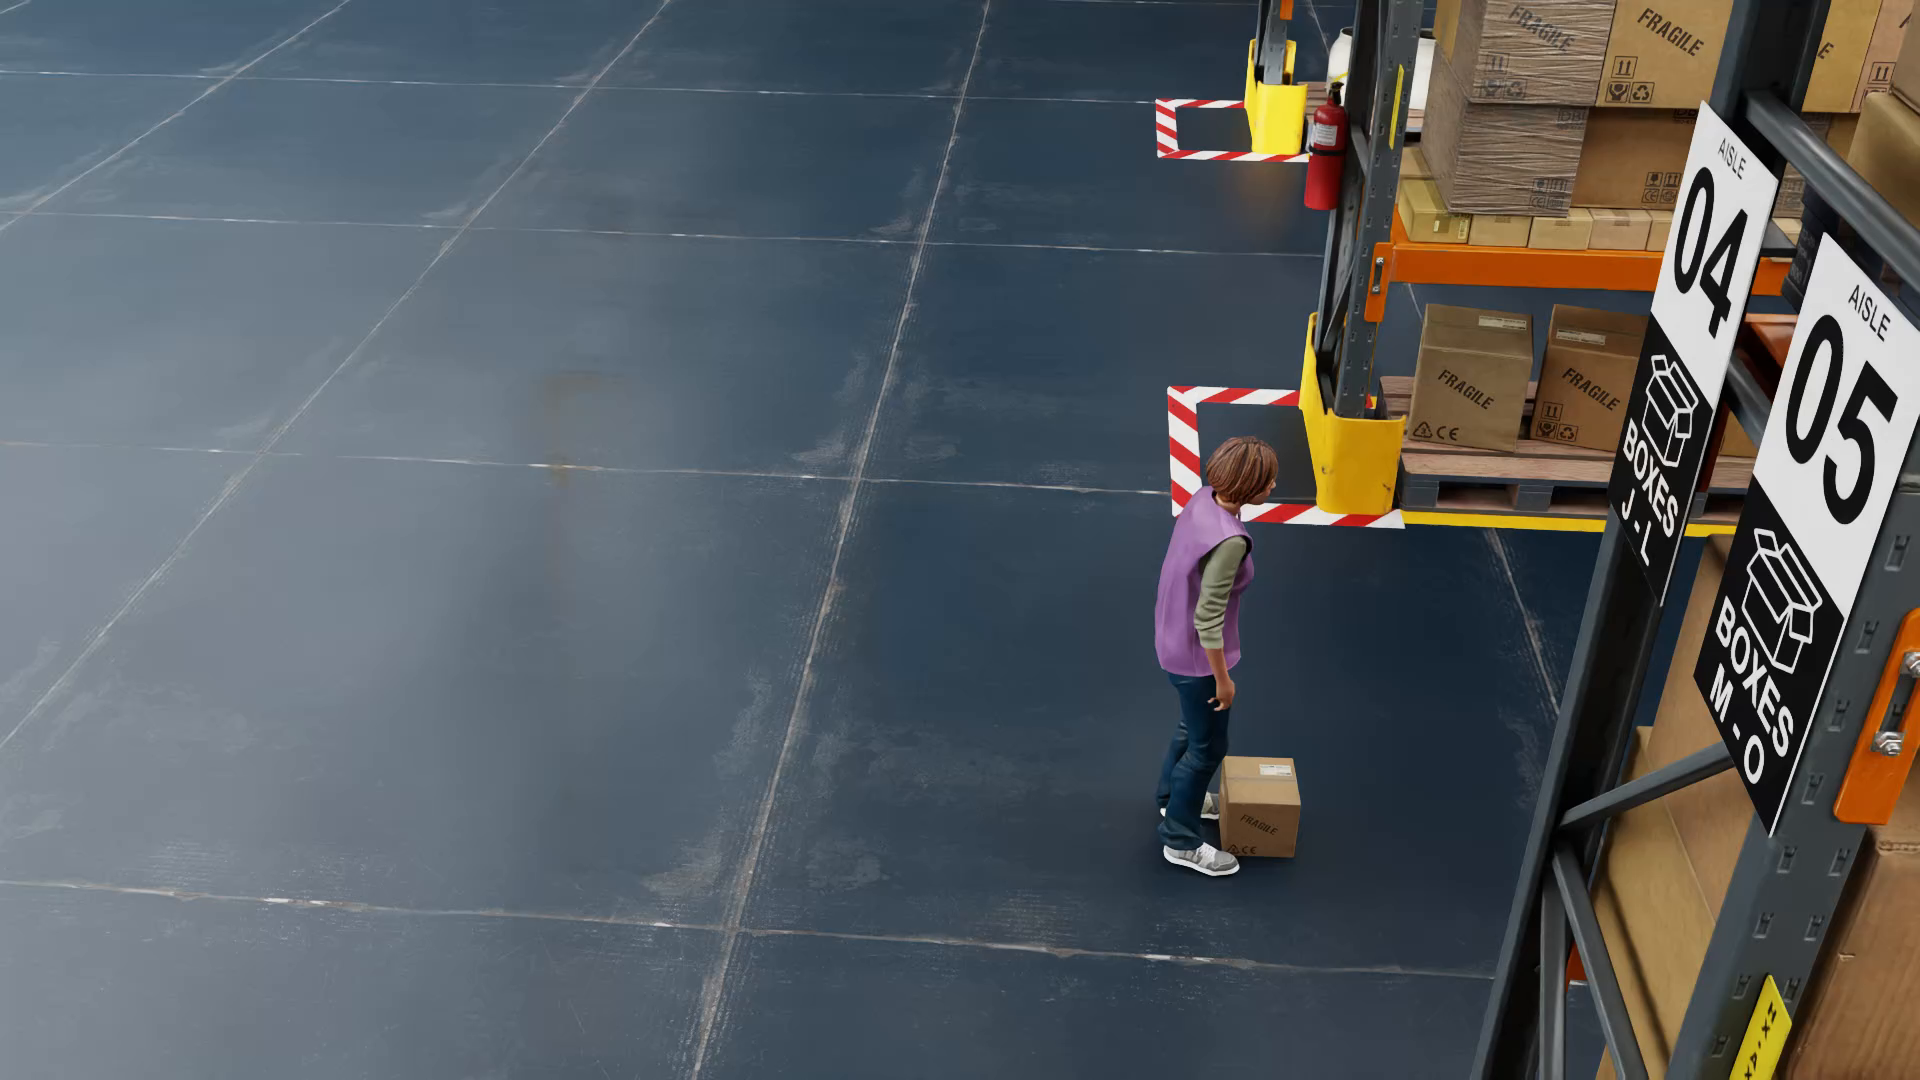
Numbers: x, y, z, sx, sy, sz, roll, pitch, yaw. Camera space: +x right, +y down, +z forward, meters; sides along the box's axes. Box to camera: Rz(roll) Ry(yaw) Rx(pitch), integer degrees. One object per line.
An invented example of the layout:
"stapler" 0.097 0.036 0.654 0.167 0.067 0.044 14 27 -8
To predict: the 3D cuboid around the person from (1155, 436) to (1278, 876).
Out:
"person" 0.824 0.373 5.560 0.344 1.593 0.485 1 32 1
